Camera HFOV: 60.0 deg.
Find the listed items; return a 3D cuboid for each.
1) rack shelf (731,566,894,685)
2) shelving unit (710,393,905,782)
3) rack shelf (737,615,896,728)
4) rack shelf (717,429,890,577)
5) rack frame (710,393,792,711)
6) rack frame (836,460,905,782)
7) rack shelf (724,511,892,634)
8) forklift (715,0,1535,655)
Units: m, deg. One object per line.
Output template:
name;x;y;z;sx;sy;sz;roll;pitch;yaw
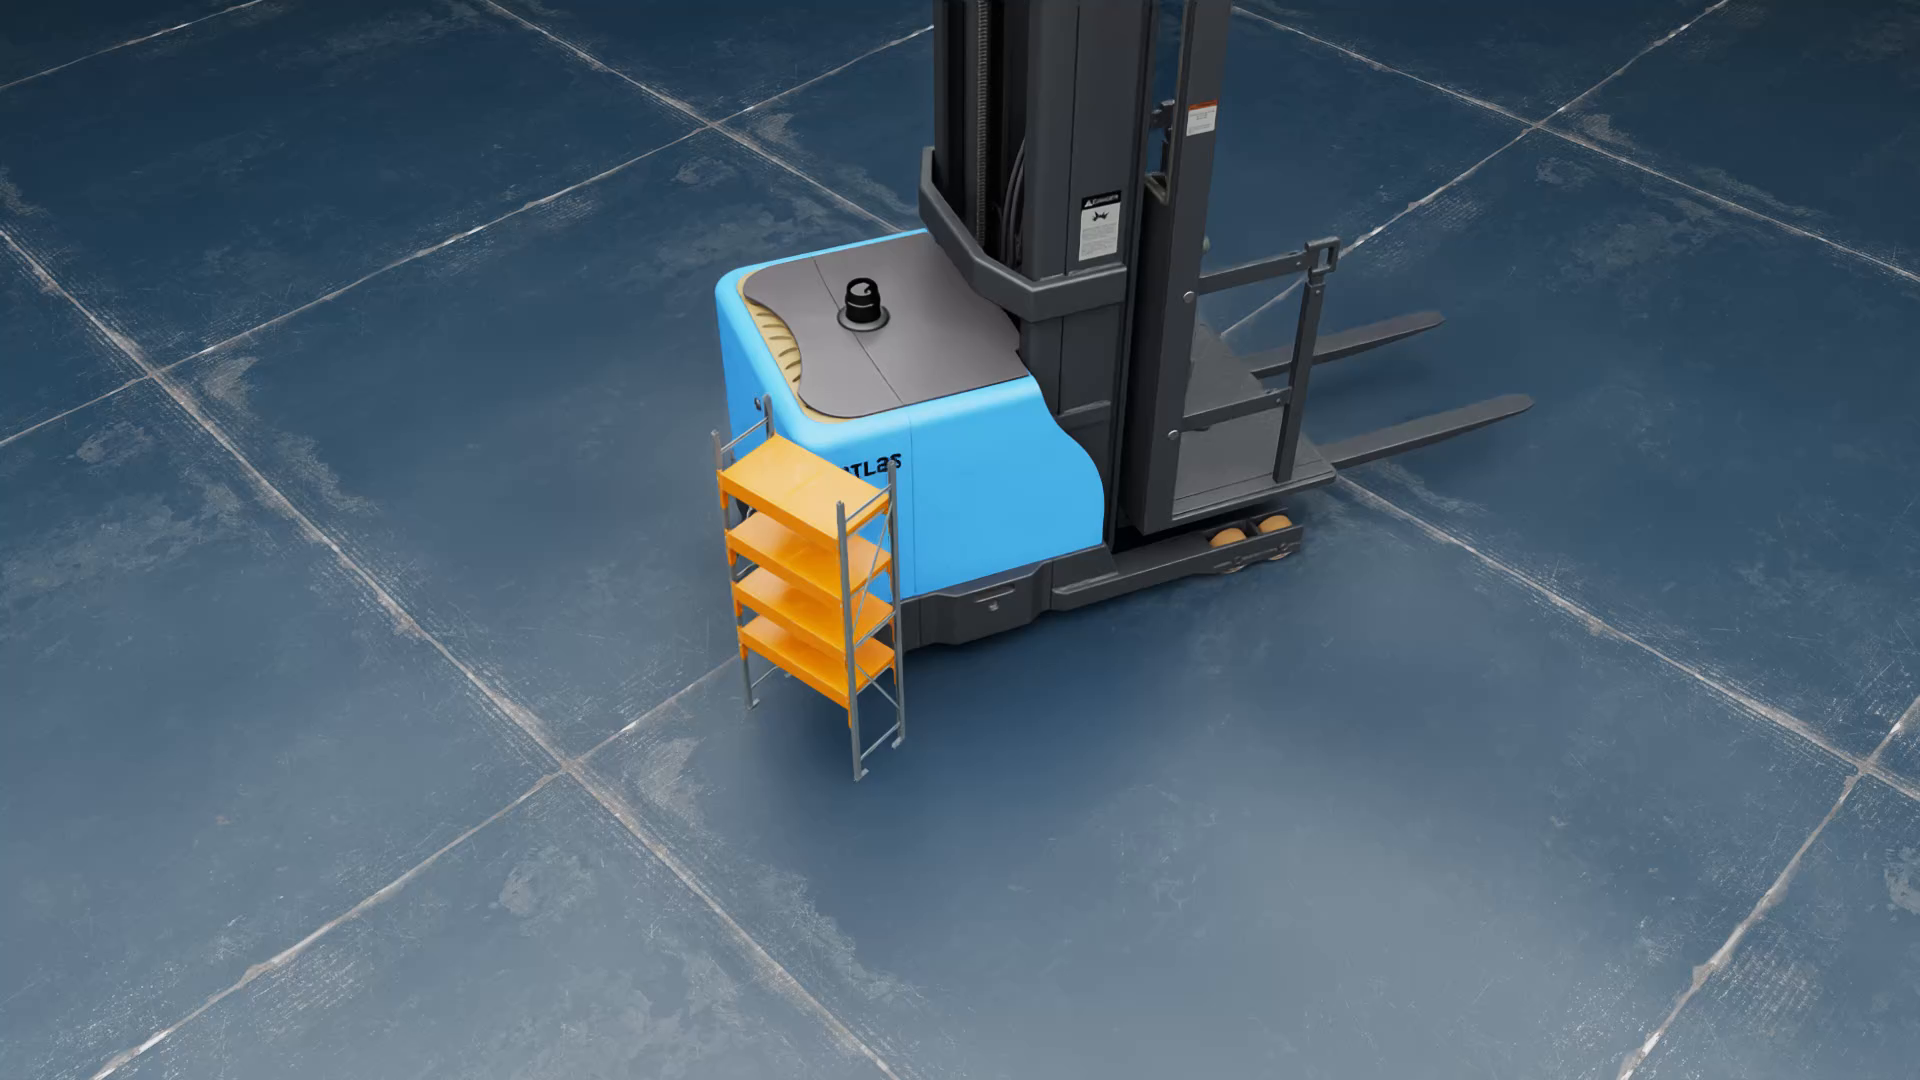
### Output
rack shelf;-0.453;0.223;5.223;0.480;0.148;0.258;29;50;27
shelving unit;-0.453;0.174;5.178;0.503;1.200;0.258;29;50;27
rack shelf;-0.453;0.369;5.358;0.480;0.148;0.258;29;50;27
rack shelf;-0.453;-0.115;4.911;0.480;0.148;0.258;29;50;27
rack frame;-0.643;0.070;5.290;0.015;1.200;0.240;29;50;27
rack frame;-0.263;0.278;5.065;0.015;1.200;0.240;29;50;27
rack shelf;-0.453;0.059;5.071;0.480;0.148;0.258;29;50;27
forklift;0.721;-1.272;5.467;3.031;2.935;1.130;-15;45;-16
